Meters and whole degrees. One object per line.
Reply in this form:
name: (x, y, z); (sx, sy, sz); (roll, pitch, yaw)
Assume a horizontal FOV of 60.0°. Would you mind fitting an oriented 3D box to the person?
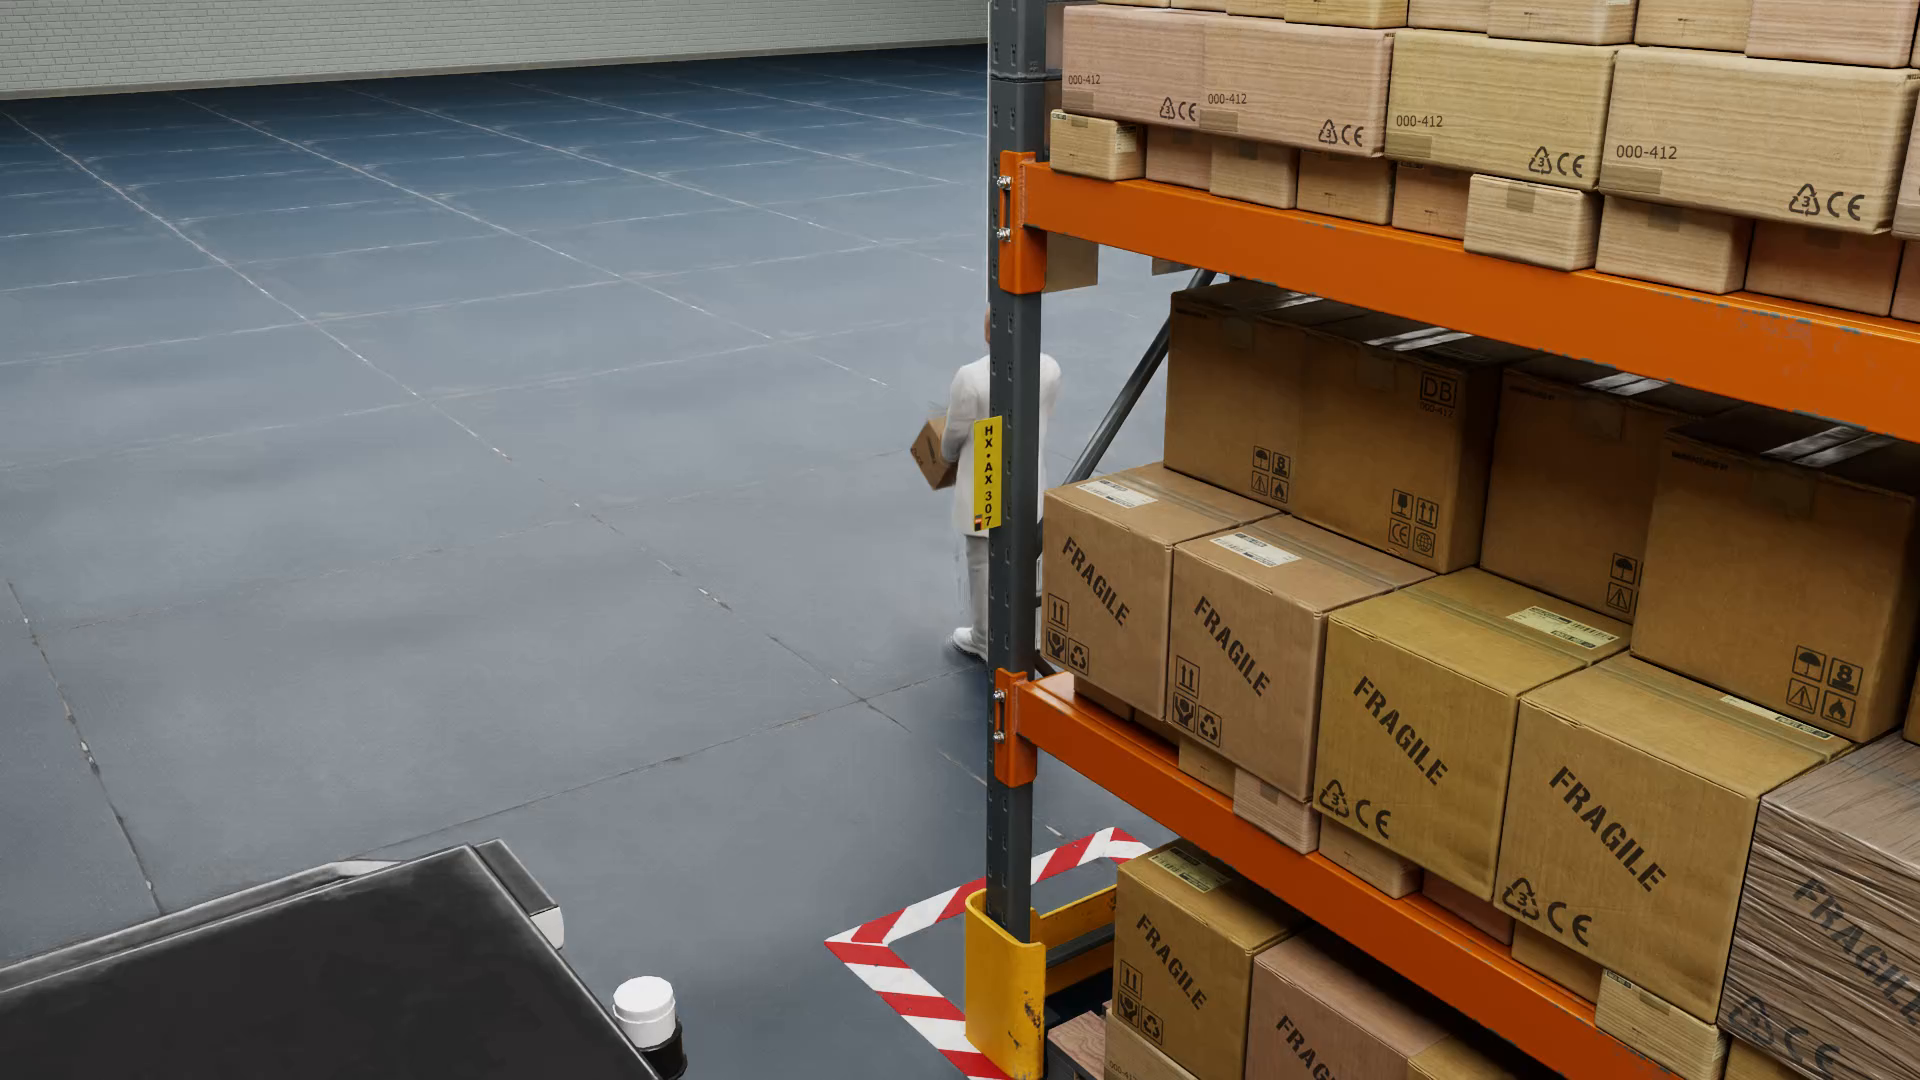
person: (0.166, -0.295, 7.861); (0.557, 1.780, 0.528); (-8, 23, -21)
